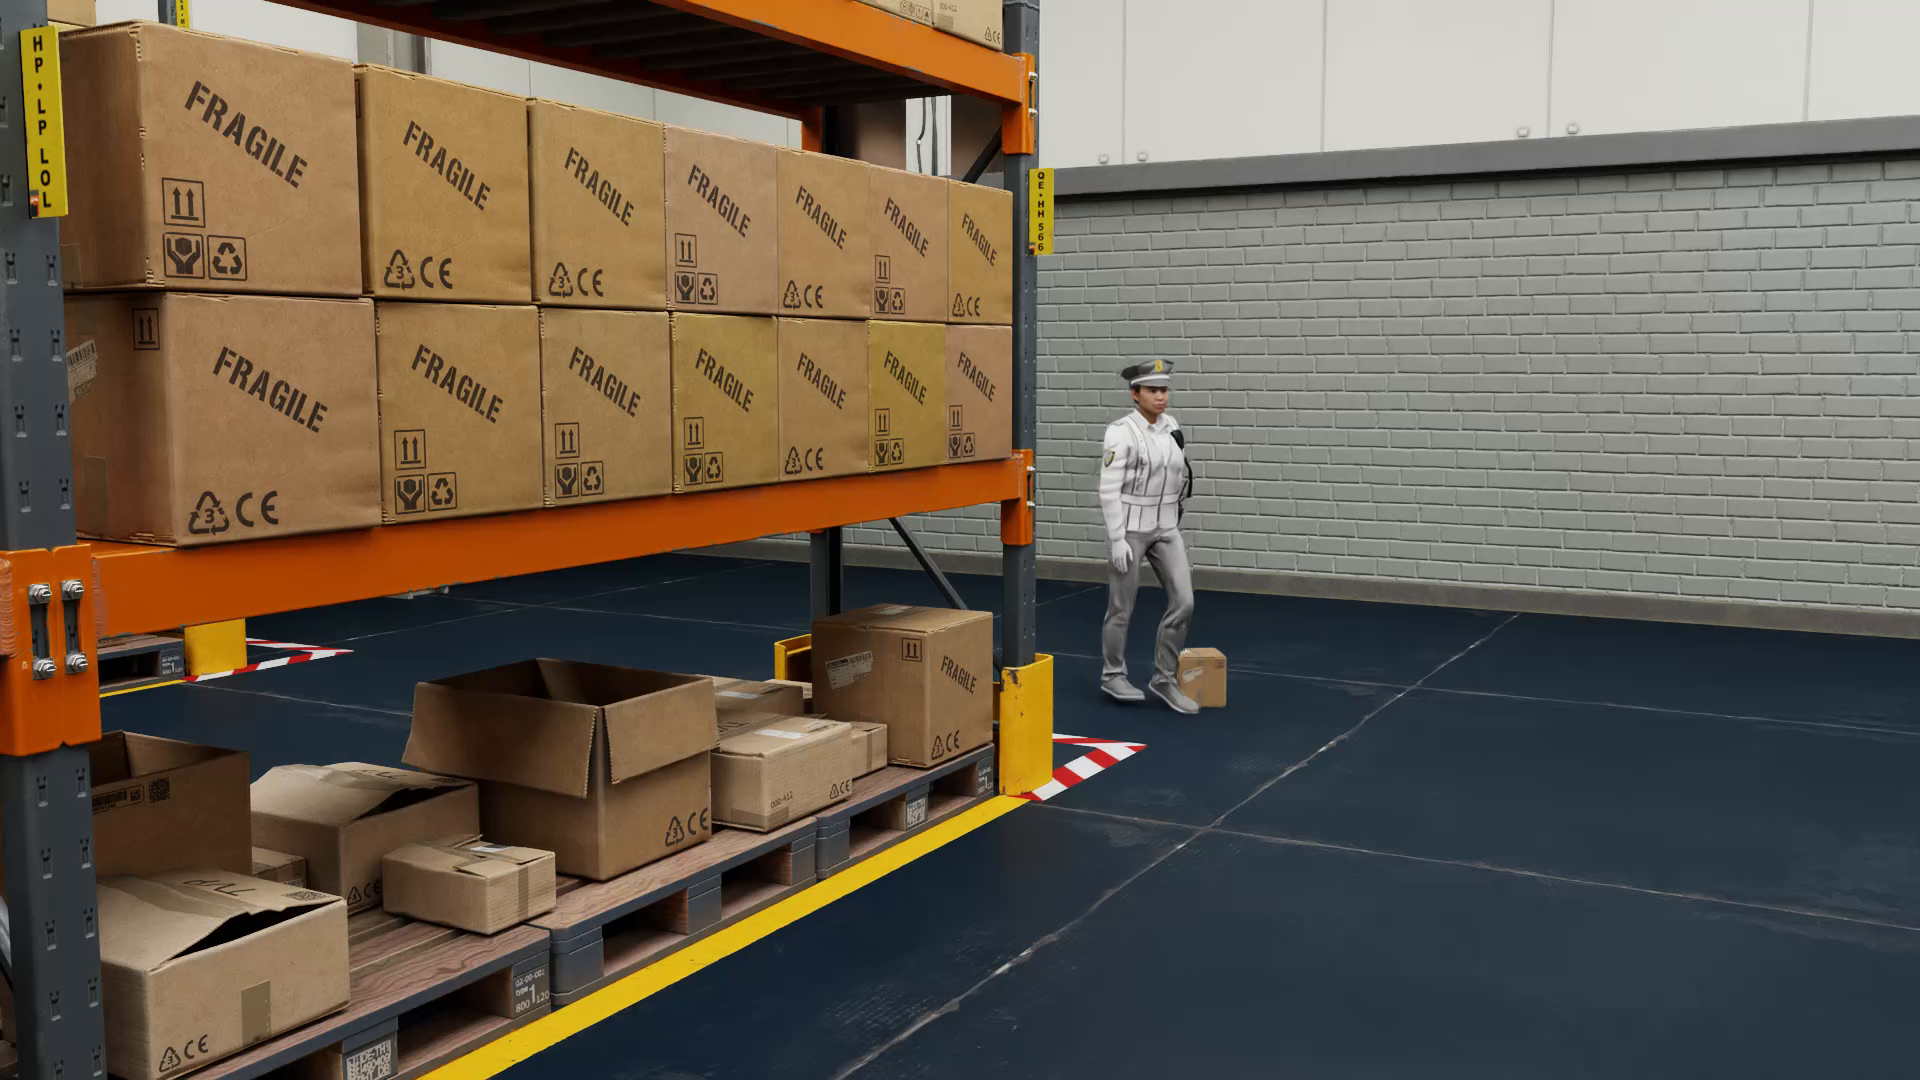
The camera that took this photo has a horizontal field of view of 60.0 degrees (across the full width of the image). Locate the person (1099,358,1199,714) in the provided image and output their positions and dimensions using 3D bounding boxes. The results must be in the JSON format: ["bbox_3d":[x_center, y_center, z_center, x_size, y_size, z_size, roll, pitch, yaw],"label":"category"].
[{"bbox_3d":[0.850,-0.016,7.975,0.512,1.700,0.521,-3,7,-28],"label":"person"}]
